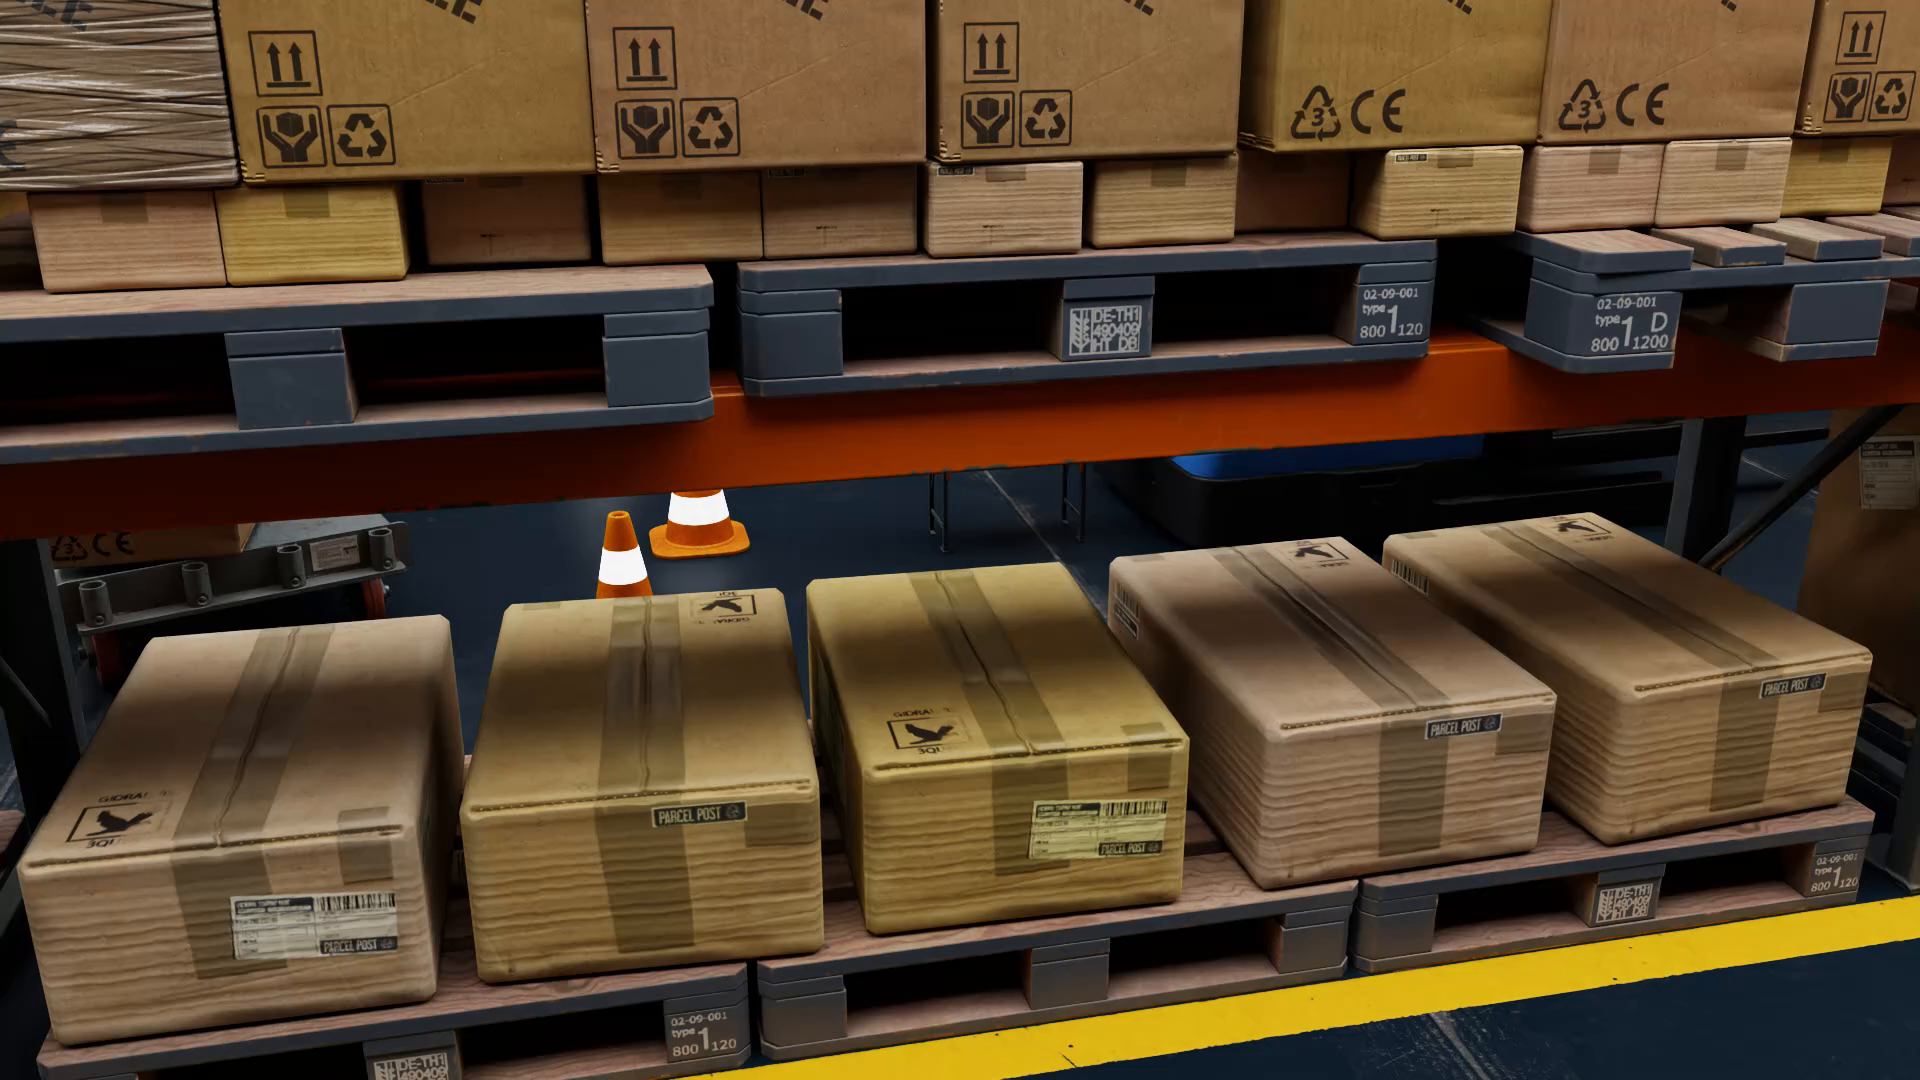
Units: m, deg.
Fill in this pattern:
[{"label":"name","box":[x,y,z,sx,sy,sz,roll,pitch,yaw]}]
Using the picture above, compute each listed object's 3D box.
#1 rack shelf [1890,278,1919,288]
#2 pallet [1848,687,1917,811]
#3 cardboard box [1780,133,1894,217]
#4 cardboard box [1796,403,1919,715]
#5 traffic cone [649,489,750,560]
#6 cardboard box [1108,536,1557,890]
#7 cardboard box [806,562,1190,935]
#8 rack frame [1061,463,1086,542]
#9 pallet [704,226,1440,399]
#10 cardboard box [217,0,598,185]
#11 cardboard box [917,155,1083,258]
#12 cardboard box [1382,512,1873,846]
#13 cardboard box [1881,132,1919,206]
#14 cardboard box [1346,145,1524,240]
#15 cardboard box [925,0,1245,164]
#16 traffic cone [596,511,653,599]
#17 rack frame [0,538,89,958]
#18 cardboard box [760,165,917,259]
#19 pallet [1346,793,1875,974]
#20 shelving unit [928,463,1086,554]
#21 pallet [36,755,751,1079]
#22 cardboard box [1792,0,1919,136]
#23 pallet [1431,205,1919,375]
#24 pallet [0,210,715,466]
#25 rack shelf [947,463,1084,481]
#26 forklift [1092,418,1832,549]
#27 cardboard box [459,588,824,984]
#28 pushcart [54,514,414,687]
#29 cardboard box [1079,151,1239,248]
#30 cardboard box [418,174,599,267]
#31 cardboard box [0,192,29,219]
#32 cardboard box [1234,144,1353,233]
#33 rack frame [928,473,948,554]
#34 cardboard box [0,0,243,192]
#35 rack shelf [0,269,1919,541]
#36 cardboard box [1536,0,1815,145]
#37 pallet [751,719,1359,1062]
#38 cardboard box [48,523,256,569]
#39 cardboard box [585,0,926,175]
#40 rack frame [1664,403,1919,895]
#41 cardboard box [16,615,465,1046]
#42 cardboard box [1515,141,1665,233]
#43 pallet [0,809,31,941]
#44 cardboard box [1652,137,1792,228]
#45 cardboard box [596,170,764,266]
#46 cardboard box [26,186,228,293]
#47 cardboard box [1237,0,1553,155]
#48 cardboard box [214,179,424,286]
[{"label":"rack shelf","box":[3.992,-0.616,4.182,4.000,0.370,1.077,-5,21,-12]},{"label":"pallet","box":[2.831,0.476,4.208,1.213,0.211,1.003,-5,21,-12]},{"label":"cardboard box","box":[1.537,-0.725,3.188,0.250,0.149,0.380,-4,21,-12]},{"label":"cardboard box","box":[2.737,-0.022,3.993,0.875,0.875,0.875,-5,21,-13]},{"label":"traffic cone","box":[-0.910,-0.213,5.722,0.334,0.463,0.336,-5,21,-12]},{"label":"cardboard box","box":[0.778,0.343,3.727,0.625,0.372,0.950,-5,21,-14]},{"label":"cardboard box","box":[0.038,0.401,3.568,0.625,0.372,0.950,-4,20,-11]},{"label":"rack frame","box":[0.399,-0.596,5.697,0.015,1.200,0.240,-5,21,-12]},{"label":"pallet","box":[0.129,-0.536,3.194,1.213,0.211,1.003,-5,21,-12]},{"label":"cardboard box","box":[-0.837,-0.844,2.570,0.500,0.500,0.500,-5,21,-12]},{"label":"cardboard box","box":[0.039,-0.590,2.820,0.250,0.149,0.380,-4,20,-10]},{"label":"cardboard box","box":[1.494,0.282,3.893,0.625,0.372,0.950,-6,21,-16]},{"label":"cardboard box","box":[1.781,-0.770,3.312,0.250,0.149,0.380,-4,20,-10]},{"label":"cardboard box","box":[0.791,-0.646,2.973,0.250,0.149,0.380,-4,21,-12]},{"label":"cardboard box","box":[0.145,-0.923,2.785,0.500,0.500,0.500,-6,21,-15]},{"label":"traffic cone","box":[-0.962,0.145,4.746,0.334,0.463,0.336,-5,21,-12]},{"label":"rack frame","box":[-1.847,-0.479,2.762,0.127,3.000,1.000,-5,21,-12]},{"label":"cardboard box","box":[-0.232,-0.587,2.810,0.250,0.149,0.380,-4,21,-12]},{"label":"pallet","box":[1.285,0.575,3.939,1.213,0.211,1.003,-5,21,-12]},{"label":"shelving unit","box":[0.161,-0.576,5.644,0.503,1.200,0.258,-5,21,-12]},{"label":"pallet","box":[-1.089,0.768,3.412,1.213,0.211,1.003,-5,21,-12]},{"label":"cardboard box","box":[1.668,-1.051,3.134,0.500,0.500,0.500,-5,21,-14]},{"label":"pallet","box":[1.377,-0.614,3.408,1.003,0.211,1.213,-5,21,-12]},{"label":"pallet","box":[-1.069,-0.401,2.828,1.213,0.211,1.003,-5,21,-12]},{"label":"rack shelf","box":[0.161,-0.327,5.735,0.480,0.148,0.258,-5,21,-12]},{"label":"forklift","box":[2.081,-1.589,5.890,3.031,2.935,1.130,-6,21,-15]},{"label":"cardboard box","box":[-0.638,0.457,3.416,0.625,0.372,0.950,-3,20,-9]},{"label":"pushcart","box":[-2.420,-0.007,5.286,0.936,0.377,1.648,-13,24,-31]},{"label":"cardboard box","box":[0.292,-0.621,2.905,0.250,0.149,0.380,-5,21,-14]},{"label":"cardboard box","box":[-0.733,-0.561,2.741,0.250,0.149,0.380,-3,20,-9]},{"label":"cardboard box","box":[-3.712,-1.301,7.485,0.875,0.875,0.875,-4,21,-12]},{"label":"cardboard box","box":[0.517,-0.669,3.034,0.250,0.149,0.380,-4,21,-12]},{"label":"rack frame","box":[-0.076,-0.557,5.591,0.015,1.200,0.240,-5,21,-12]},{"label":"cardboard box","box":[-1.324,-0.804,2.461,0.500,0.500,0.500,-4,21,-11]},{"label":"rack shelf","box":[0.100,-0.300,3.318,4.000,0.370,1.077,-5,21,-12]},{"label":"cardboard box","box":[1.167,-1.006,3.012,0.500,0.500,0.500,-5,21,-13]},{"label":"pallet","box":[0.100,0.670,3.678,1.213,0.211,1.003,-5,21,-12]},{"label":"cardboard box","box":[-2.285,-0.255,4.682,0.500,0.500,0.500,-5,21,-12]},{"label":"cardboard box","box":[-0.353,-0.879,2.664,0.500,0.500,0.500,-5,21,-13]},{"label":"rack frame","box":[2.046,-0.796,3.627,0.127,3.000,1.000,-5,21,-12]},{"label":"cardboard box","box":[-1.337,0.515,3.258,0.625,0.372,0.950,-4,21,-12]},{"label":"cardboard box","box":[1.055,-0.673,3.045,0.250,0.149,0.380,-6,21,-15]},{"label":"pallet","box":[-2.492,0.895,3.065,1.213,0.211,1.003,-5,21,-12]},{"label":"cardboard box","box":[1.302,-0.690,3.092,0.250,0.149,0.380,-5,21,-13]},{"label":"cardboard box","box":[-0.473,-0.568,2.758,0.250,0.149,0.380,-4,21,-12]},{"label":"cardboard box","box":[-1.236,-0.497,2.564,0.250,0.149,0.380,-4,21,-12]},{"label":"cardboard box","box":[0.676,-0.966,2.902,0.500,0.500,0.500,-6,21,-16]},{"label":"cardboard box","box":[-0.991,-0.513,2.610,0.250,0.149,0.380,-4,21,-11]}]
